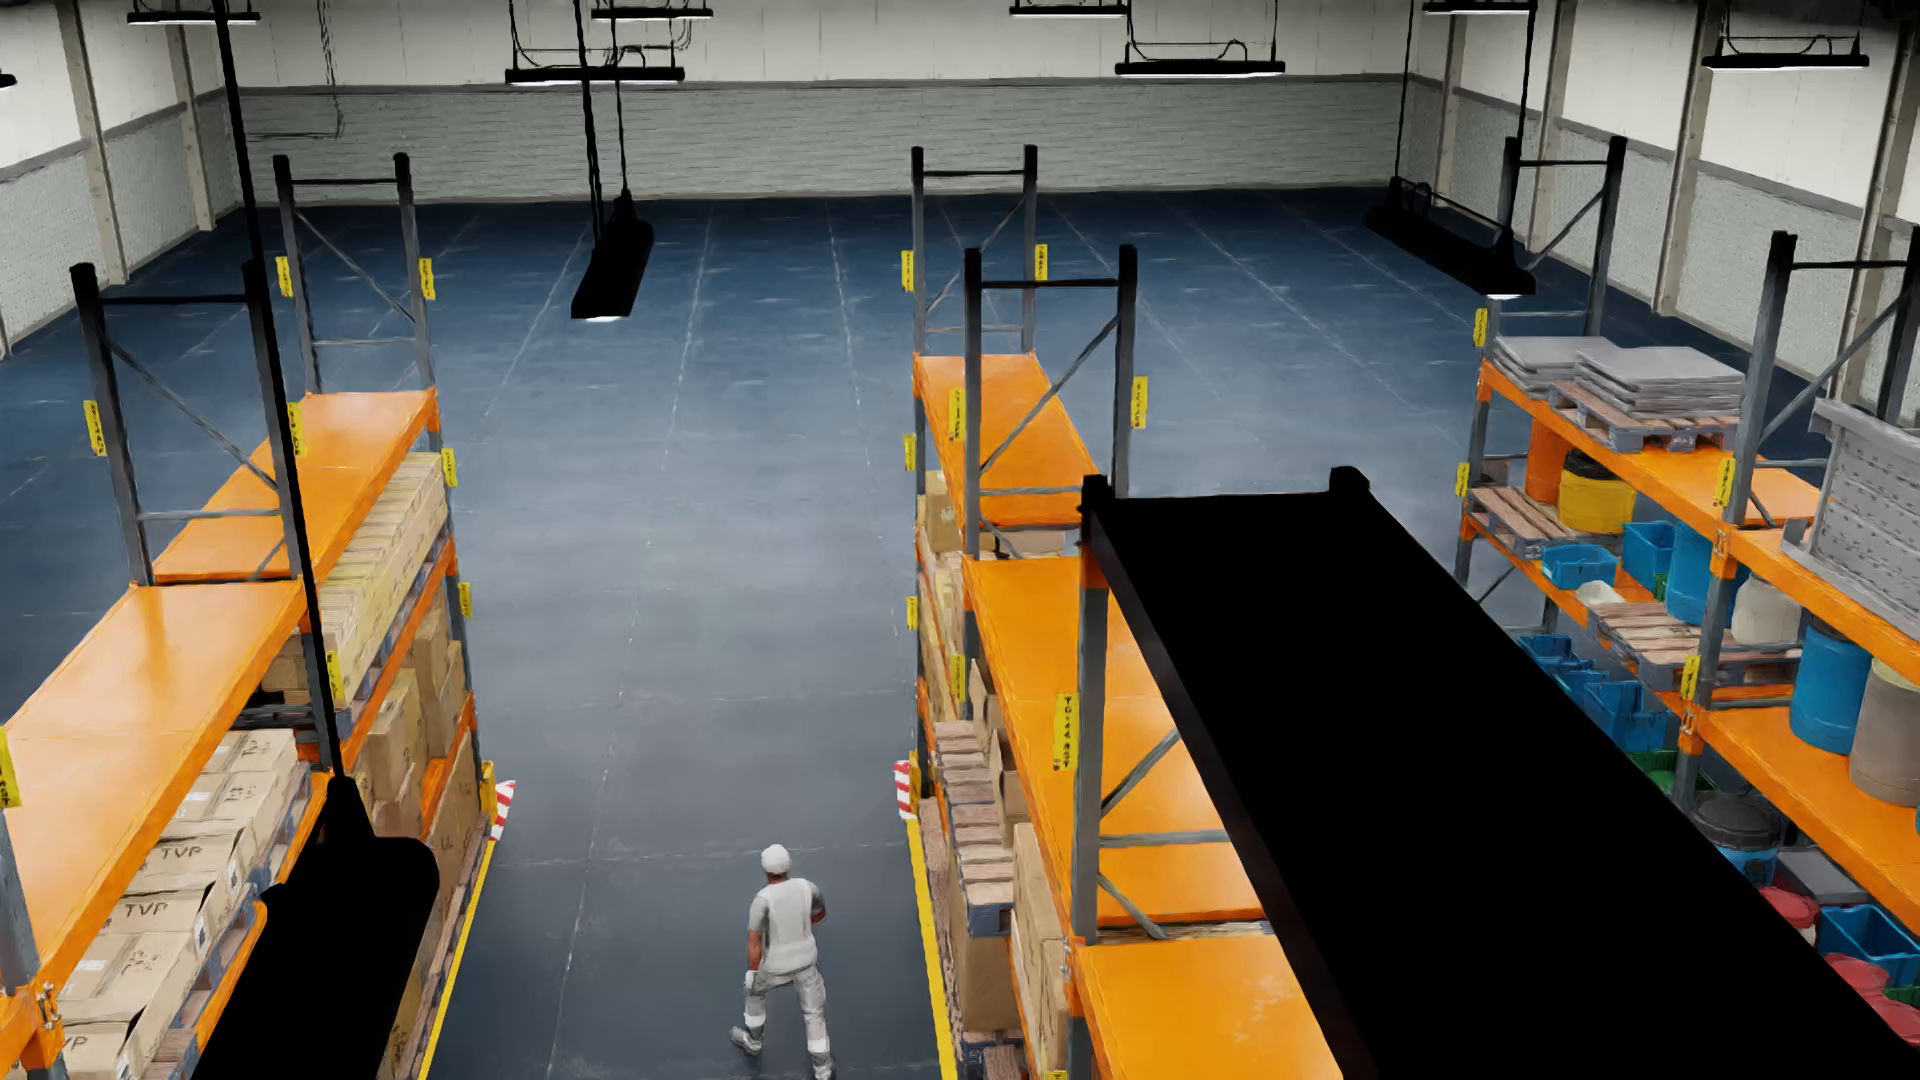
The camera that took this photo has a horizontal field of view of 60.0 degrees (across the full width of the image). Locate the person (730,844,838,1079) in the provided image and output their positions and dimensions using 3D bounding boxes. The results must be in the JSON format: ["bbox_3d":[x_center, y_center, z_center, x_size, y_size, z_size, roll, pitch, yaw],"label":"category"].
[{"bbox_3d":[-1.237,2.978,11.762,0.688,1.719,0.822,-9,23,-21],"label":"person"}]
